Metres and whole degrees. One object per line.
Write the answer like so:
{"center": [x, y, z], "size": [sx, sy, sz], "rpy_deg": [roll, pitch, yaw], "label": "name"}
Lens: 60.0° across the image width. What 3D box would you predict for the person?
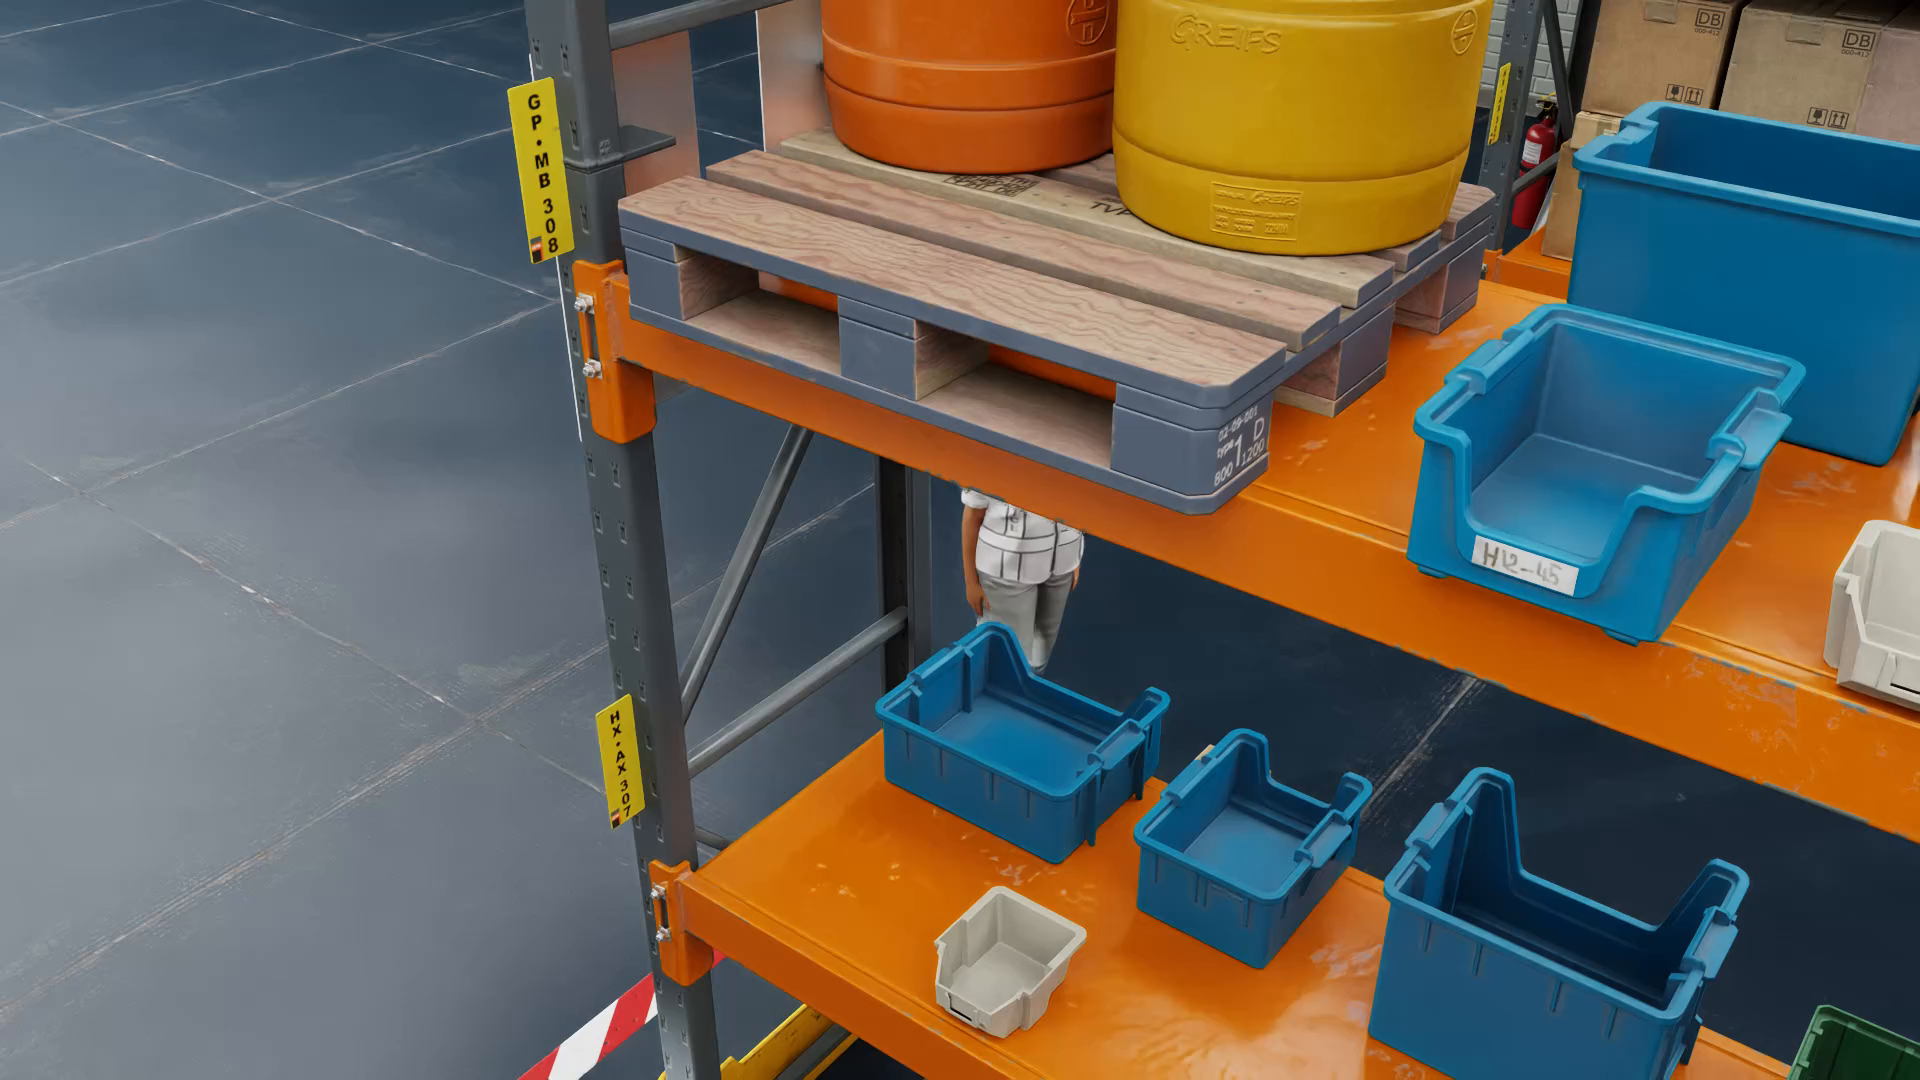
{"center": [0.260, 0.110, 5.944], "size": [0.484, 1.655, 0.594], "rpy_deg": [-19, 36, -28], "label": "person"}
